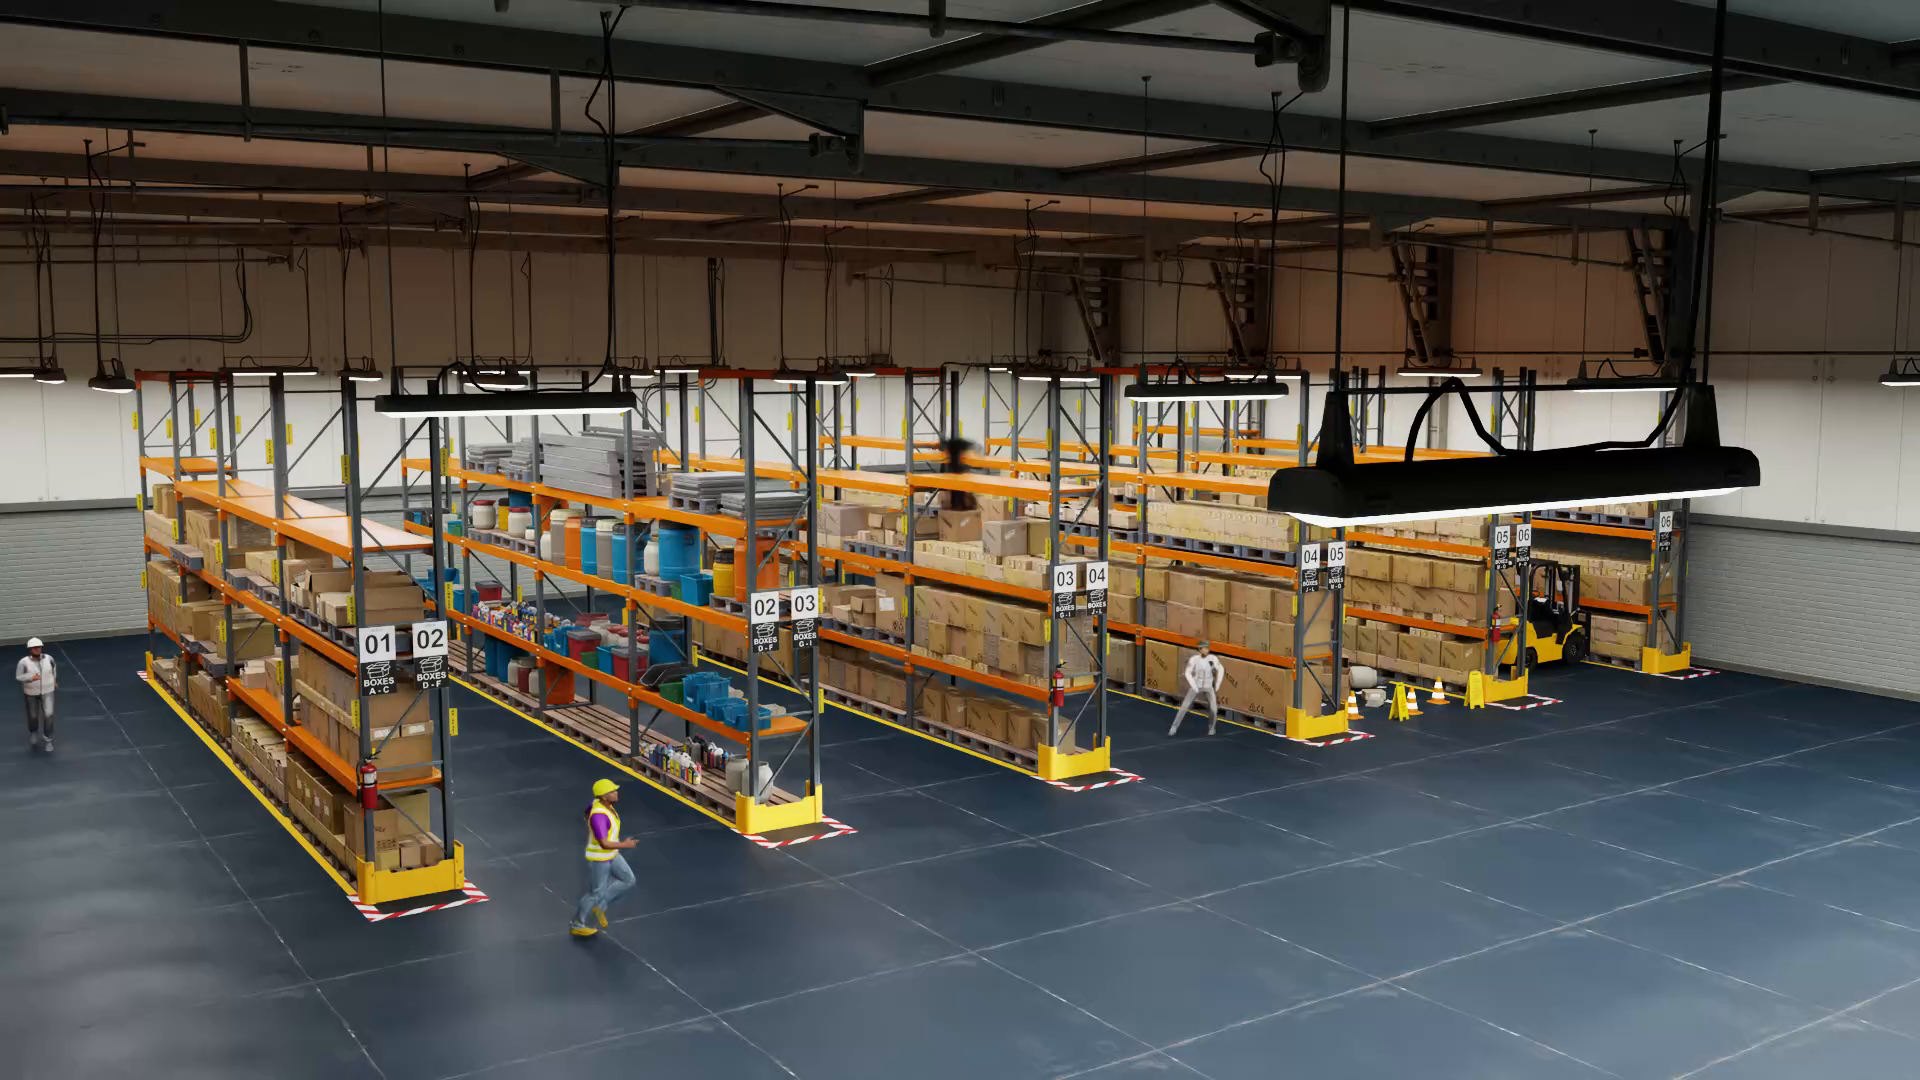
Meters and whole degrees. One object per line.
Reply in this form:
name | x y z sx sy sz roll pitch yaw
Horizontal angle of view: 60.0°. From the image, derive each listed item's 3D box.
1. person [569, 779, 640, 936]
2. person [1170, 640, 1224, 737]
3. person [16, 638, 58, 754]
person | -3.848 3.423 18.064 0.796 1.711 0.706 0 6 2
person | 3.933 2.446 27.534 0.895 1.619 0.448 1 6 5
person | -14.697 2.456 26.502 0.609 1.827 0.868 -5 8 -36
